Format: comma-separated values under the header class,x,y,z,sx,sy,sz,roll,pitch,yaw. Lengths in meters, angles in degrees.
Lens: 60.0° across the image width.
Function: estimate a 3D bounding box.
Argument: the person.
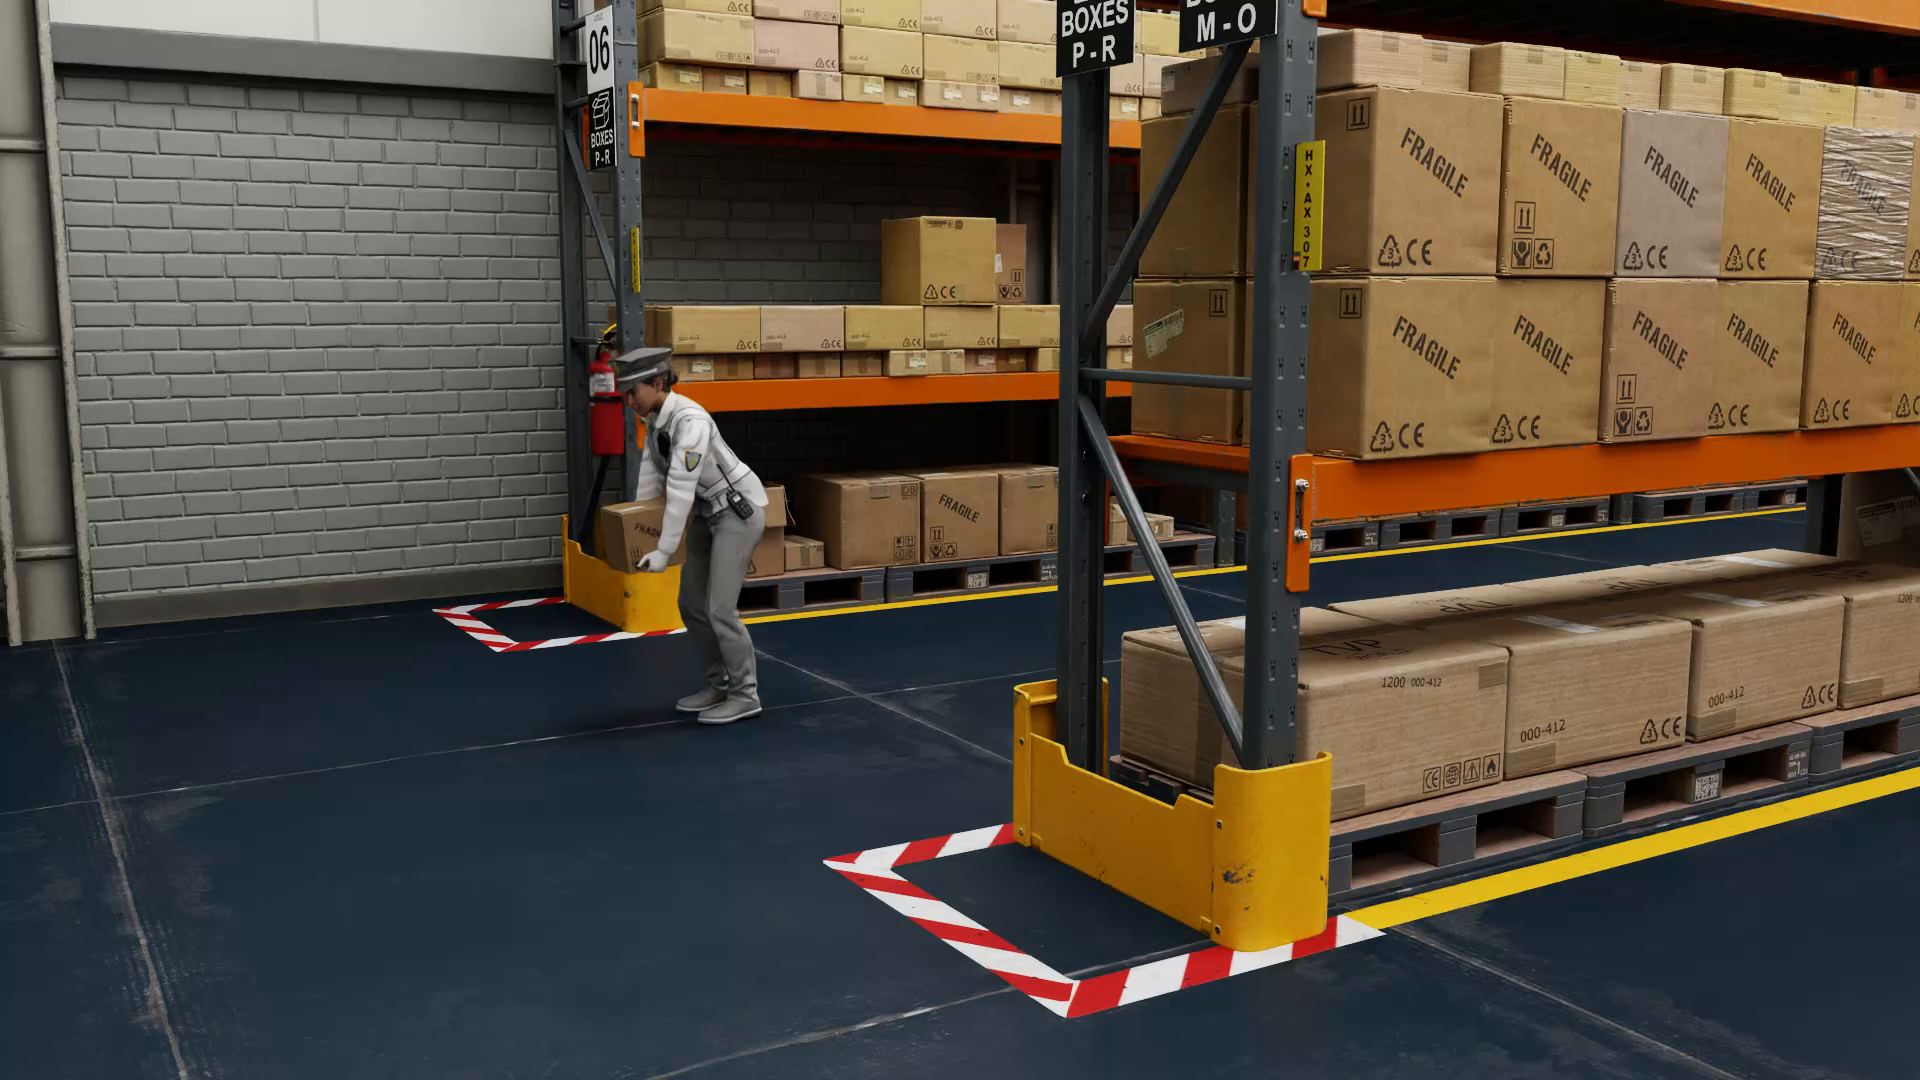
class,x,y,z,sx,sy,sz,roll,pitch,yaw
person,-1.112,-0.017,6.866,0.650,1.551,0.414,-5,10,-32
